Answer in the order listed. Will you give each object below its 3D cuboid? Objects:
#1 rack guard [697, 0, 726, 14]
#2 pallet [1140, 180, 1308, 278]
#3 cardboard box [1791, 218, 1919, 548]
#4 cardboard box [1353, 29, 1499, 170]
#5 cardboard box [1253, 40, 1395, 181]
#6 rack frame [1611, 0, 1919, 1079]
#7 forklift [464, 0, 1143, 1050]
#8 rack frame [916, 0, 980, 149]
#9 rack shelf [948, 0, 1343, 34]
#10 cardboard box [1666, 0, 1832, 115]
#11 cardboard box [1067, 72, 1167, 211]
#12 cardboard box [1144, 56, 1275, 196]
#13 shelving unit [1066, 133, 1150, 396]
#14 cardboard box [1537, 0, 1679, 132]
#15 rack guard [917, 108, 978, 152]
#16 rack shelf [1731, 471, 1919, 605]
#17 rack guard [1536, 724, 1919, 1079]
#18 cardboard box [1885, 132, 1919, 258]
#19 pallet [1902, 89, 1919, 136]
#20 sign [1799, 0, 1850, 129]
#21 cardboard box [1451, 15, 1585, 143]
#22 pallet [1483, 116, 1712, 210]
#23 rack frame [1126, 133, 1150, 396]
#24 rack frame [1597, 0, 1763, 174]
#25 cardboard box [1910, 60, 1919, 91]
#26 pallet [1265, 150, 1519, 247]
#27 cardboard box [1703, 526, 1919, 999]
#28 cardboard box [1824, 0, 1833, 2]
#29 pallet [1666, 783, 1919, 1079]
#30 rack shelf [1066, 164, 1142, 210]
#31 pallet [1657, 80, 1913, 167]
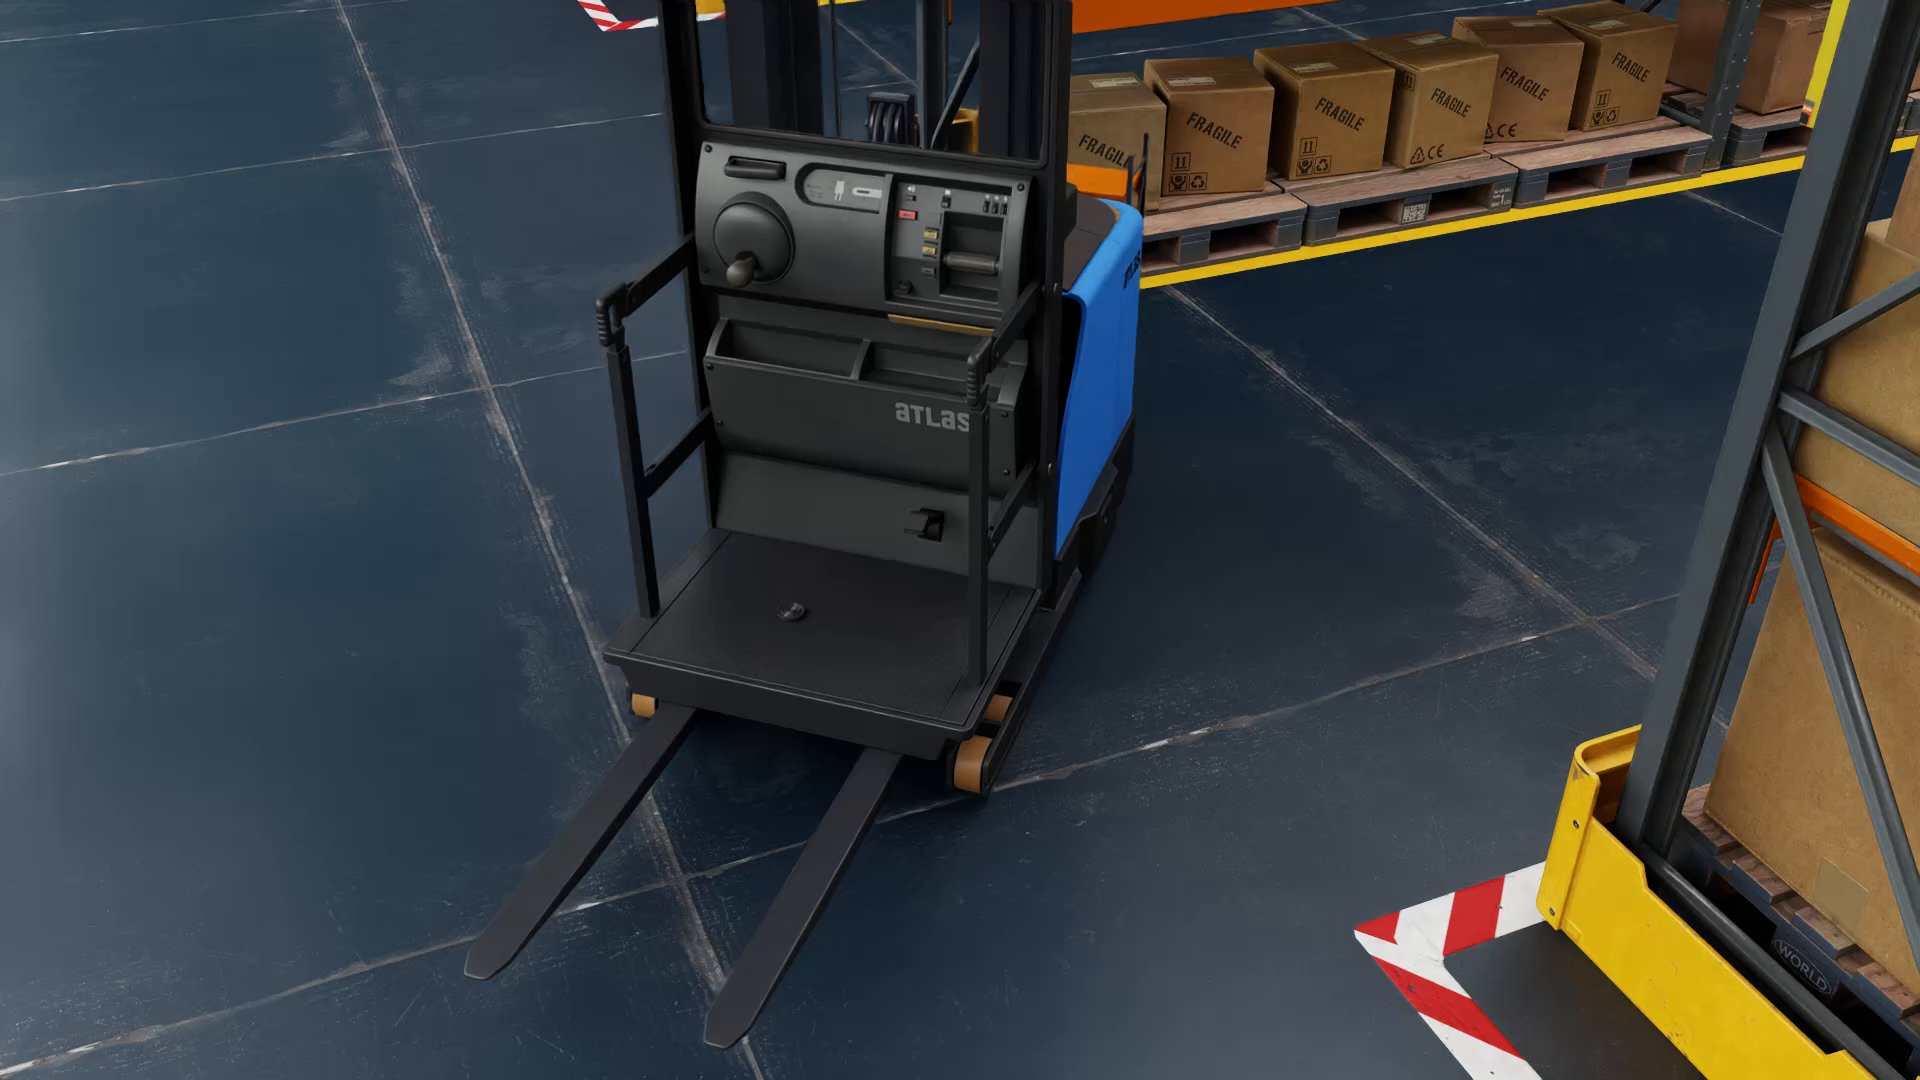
[{"bbox_3d":[-1.817,-4.074,11.552,0.348,0.500,1.175,-13,35,-19],"label":"rack guard"},{"bbox_3d":[0.882,-1.592,8.003,1.213,0.211,1.003,-13,35,-19],"label":"pallet"},{"bbox_3d":[2.200,-0.239,3.230,0.550,0.550,0.875,-13,35,-19],"label":"cardboard box"},{"bbox_3d":[2.285,-2.204,8.294,0.500,0.500,0.500,-16,36,-23],"label":"cardboard box"},{"bbox_3d":[1.753,-2.109,8.148,0.500,0.500,0.500,-10,34,-14],"label":"cardboard box"},{"bbox_3d":[1.876,-0.075,3.116,0.127,3.000,1.000,-13,35,-19],"label":"rack frame"},{"bbox_3d":[-0.336,-0.770,4.245,1.130,2.935,3.031,11,34,16],"label":"forklift"},{"bbox_3d":[0.049,-2.591,6.982,0.127,3.000,1.000,-13,35,-19],"label":"rack frame"},{"bbox_3d":[1.893,-2.712,7.827,4.000,0.370,1.077,-13,35,-19],"label":"rack shelf"},{"bbox_3d":[4.311,-2.691,9.024,0.500,0.500,0.700,-16,36,-23],"label":"cardboard box"},{"bbox_3d":[0.631,-1.843,7.739,0.500,0.500,0.500,-7,34,-10],"label":"cardboard box"},{"bbox_3d":[1.169,-1.986,7.959,0.500,0.500,0.500,-4,33,-6],"label":"cardboard box"},{"bbox_3d":[0.372,-0.872,5.988,0.503,1.200,0.258,11,34,16],"label":"shelving unit"},{"bbox_3d":[3.353,-2.499,8.748,0.500,0.500,0.500,-14,36,-20],"label":"cardboard box"},{"bbox_3d":[0.119,-1.559,7.688,0.348,0.500,1.175,-13,35,-19],"label":"rack guard"},{"bbox_3d":[3.720,-0.196,3.961,4.000,0.370,1.077,-13,35,-19],"label":"rack shelf"},{"bbox_3d":[1.854,0.977,3.790,0.348,0.500,1.175,-13,35,-19],"label":"rack guard"},{"bbox_3d":[2.233,-0.650,2.871,0.550,0.550,0.875,-13,35,-19],"label":"cardboard box"},{"bbox_3d":[5.581,-2.691,9.693,1.213,0.211,1.003,-13,35,-19],"label":"pallet"},{"bbox_3d":[1.678,-0.936,3.159,0.005,0.325,0.100,-13,35,-19],"label":"sign"},{"bbox_3d":[2.827,-2.375,8.556,0.500,0.500,0.500,-2,33,-4],"label":"cardboard box"},{"bbox_3d":[3.131,-2.107,8.795,1.213,0.211,1.003,-13,35,-19],"label":"pallet"},{"bbox_3d":[0.603,-0.829,5.922,0.015,1.200,0.240,11,34,16],"label":"rack frame"},{"bbox_3d":[3.737,-3.435,8.280,0.127,3.000,1.000,-13,35,-19],"label":"rack frame"},{"bbox_3d":[5.274,-2.901,9.346,0.500,0.500,0.700,-16,36,-23],"label":"cardboard box"},{"bbox_3d":[2.005,-1.847,8.396,1.213,0.211,1.003,-13,35,-19],"label":"pallet"},{"bbox_3d":[2.475,0.463,3.852,0.875,0.875,0.875,-13,35,-19],"label":"cardboard box"},{"bbox_3d":[4.758,-2.782,9.164,0.500,0.500,0.700,-13,35,-19],"label":"cardboard box"},{"bbox_3d":[2.583,0.885,4.196,1.213,0.211,1.003,-13,35,-19],"label":"pallet"},{"bbox_3d":[0.372,-1.202,5.775,0.480,0.148,0.258,11,34,16],"label":"rack shelf"},{"bbox_3d":[4.454,-2.432,9.294,1.213,0.211,1.003,-13,35,-19],"label":"pallet"}]
